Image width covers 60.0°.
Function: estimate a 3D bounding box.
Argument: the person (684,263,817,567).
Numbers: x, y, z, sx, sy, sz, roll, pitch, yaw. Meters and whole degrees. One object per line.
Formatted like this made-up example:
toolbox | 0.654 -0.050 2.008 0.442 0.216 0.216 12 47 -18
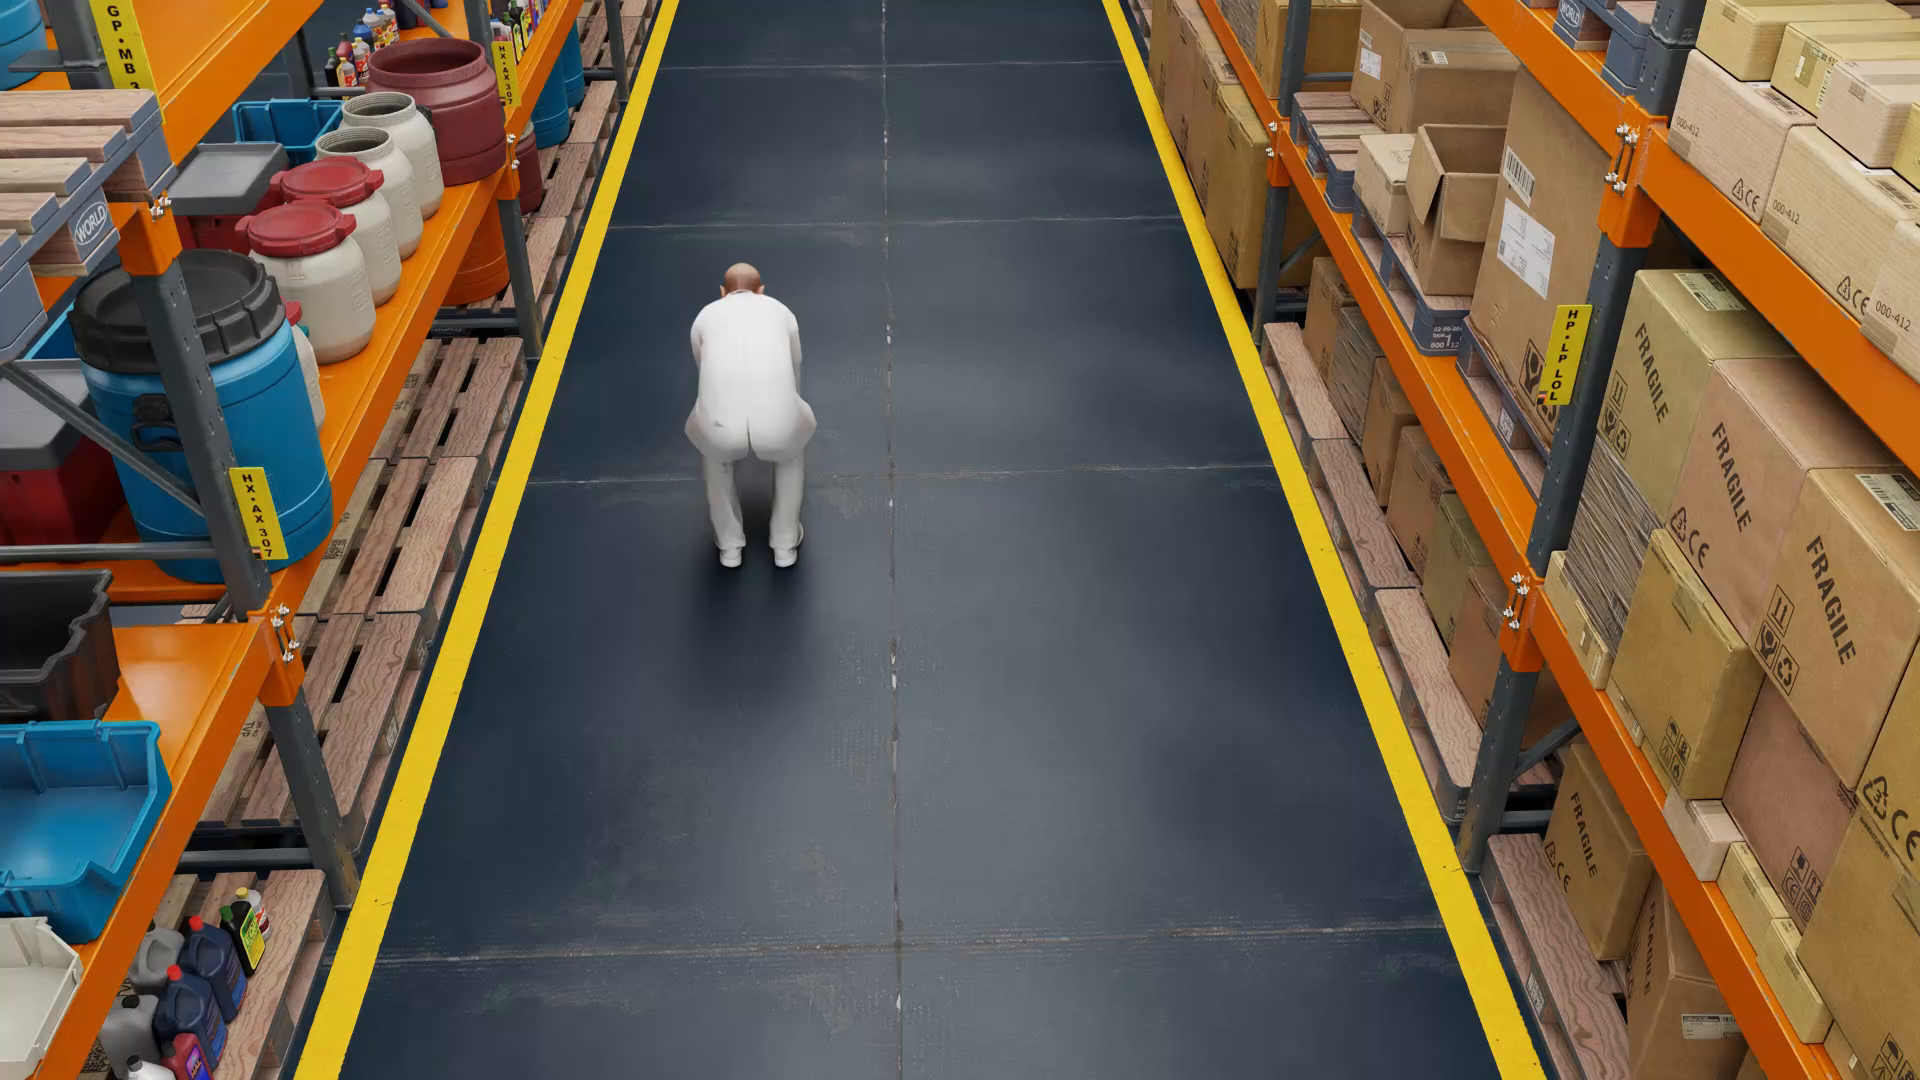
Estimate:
person | -0.937 -0.549 7.487 0.583 1.162 0.934 -3 35 -4
